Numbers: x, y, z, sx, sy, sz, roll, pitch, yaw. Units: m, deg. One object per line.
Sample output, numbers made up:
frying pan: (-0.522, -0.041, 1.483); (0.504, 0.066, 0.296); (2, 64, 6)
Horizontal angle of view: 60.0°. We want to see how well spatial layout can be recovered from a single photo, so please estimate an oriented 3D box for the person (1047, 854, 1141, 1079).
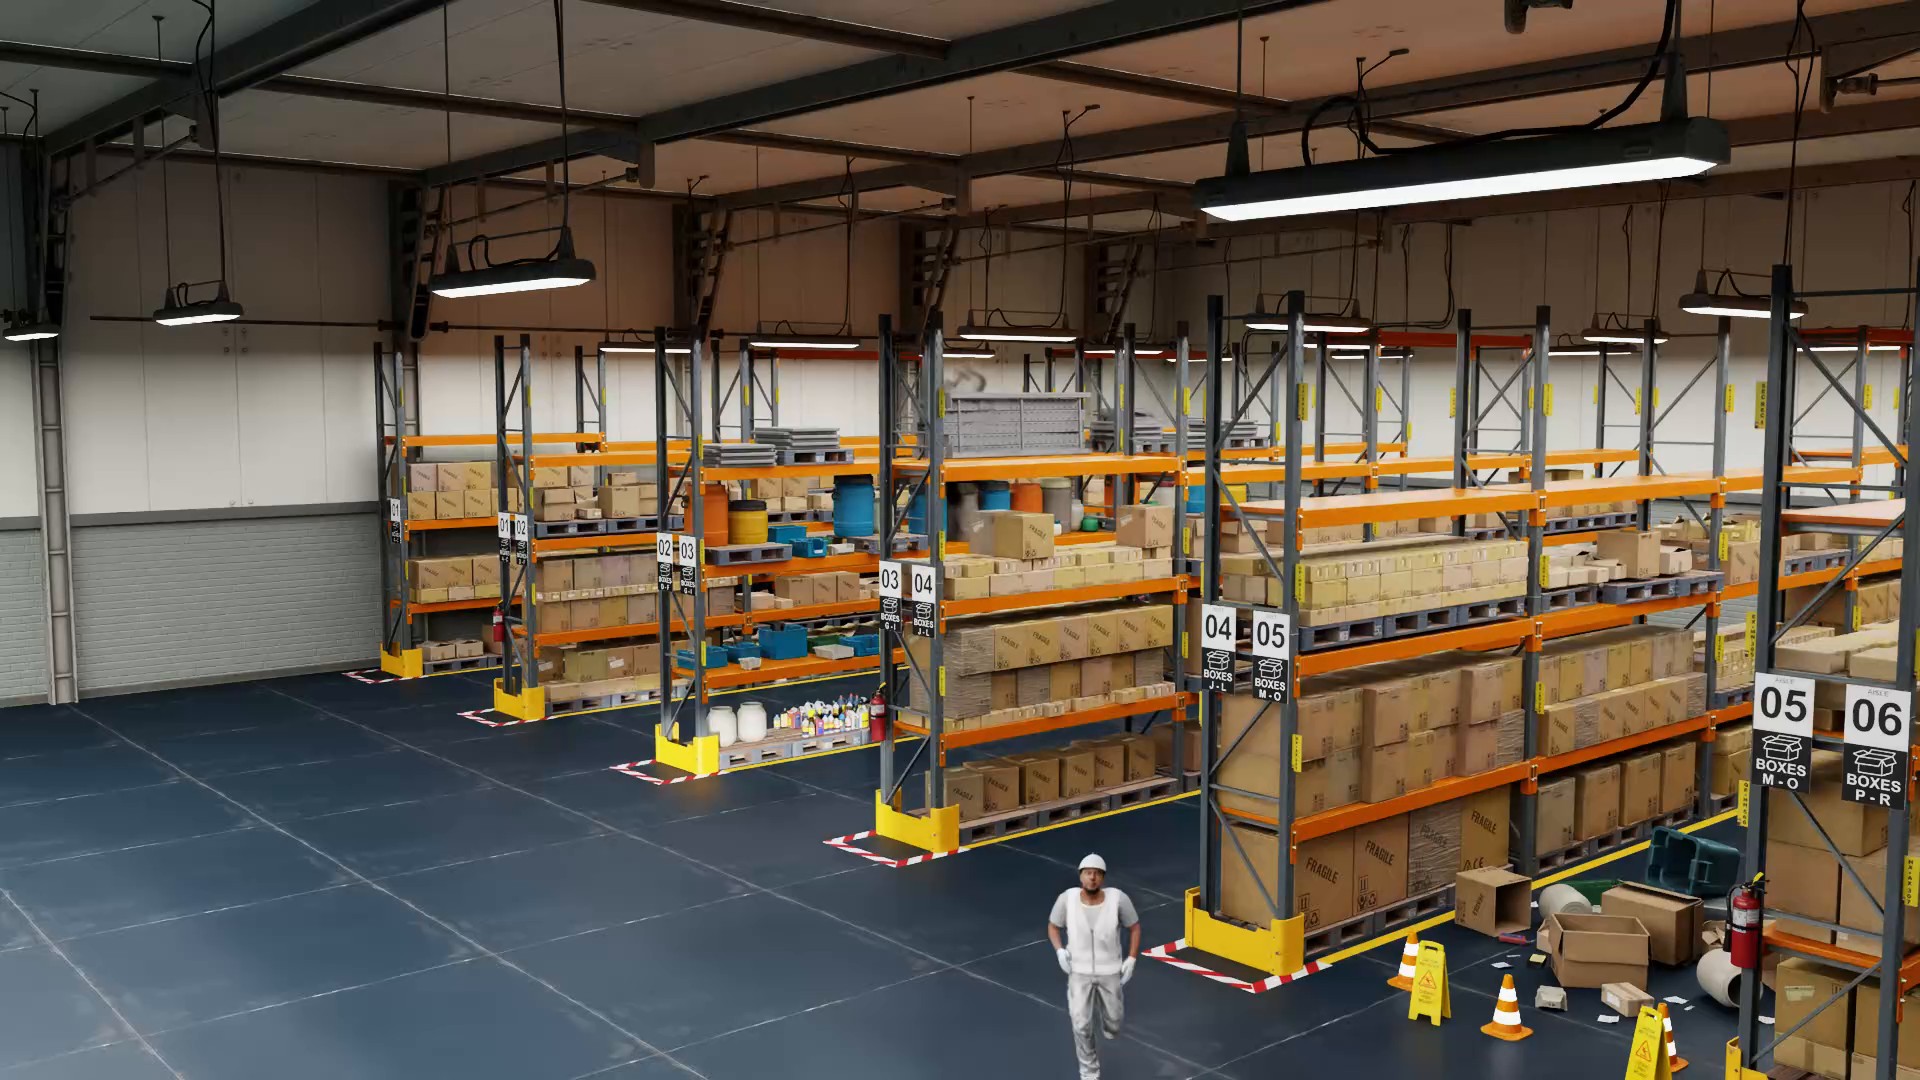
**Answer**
person: (1.000, 3.192, 12.414); (0.697, 1.736, 0.758); (0, 5, 3)
